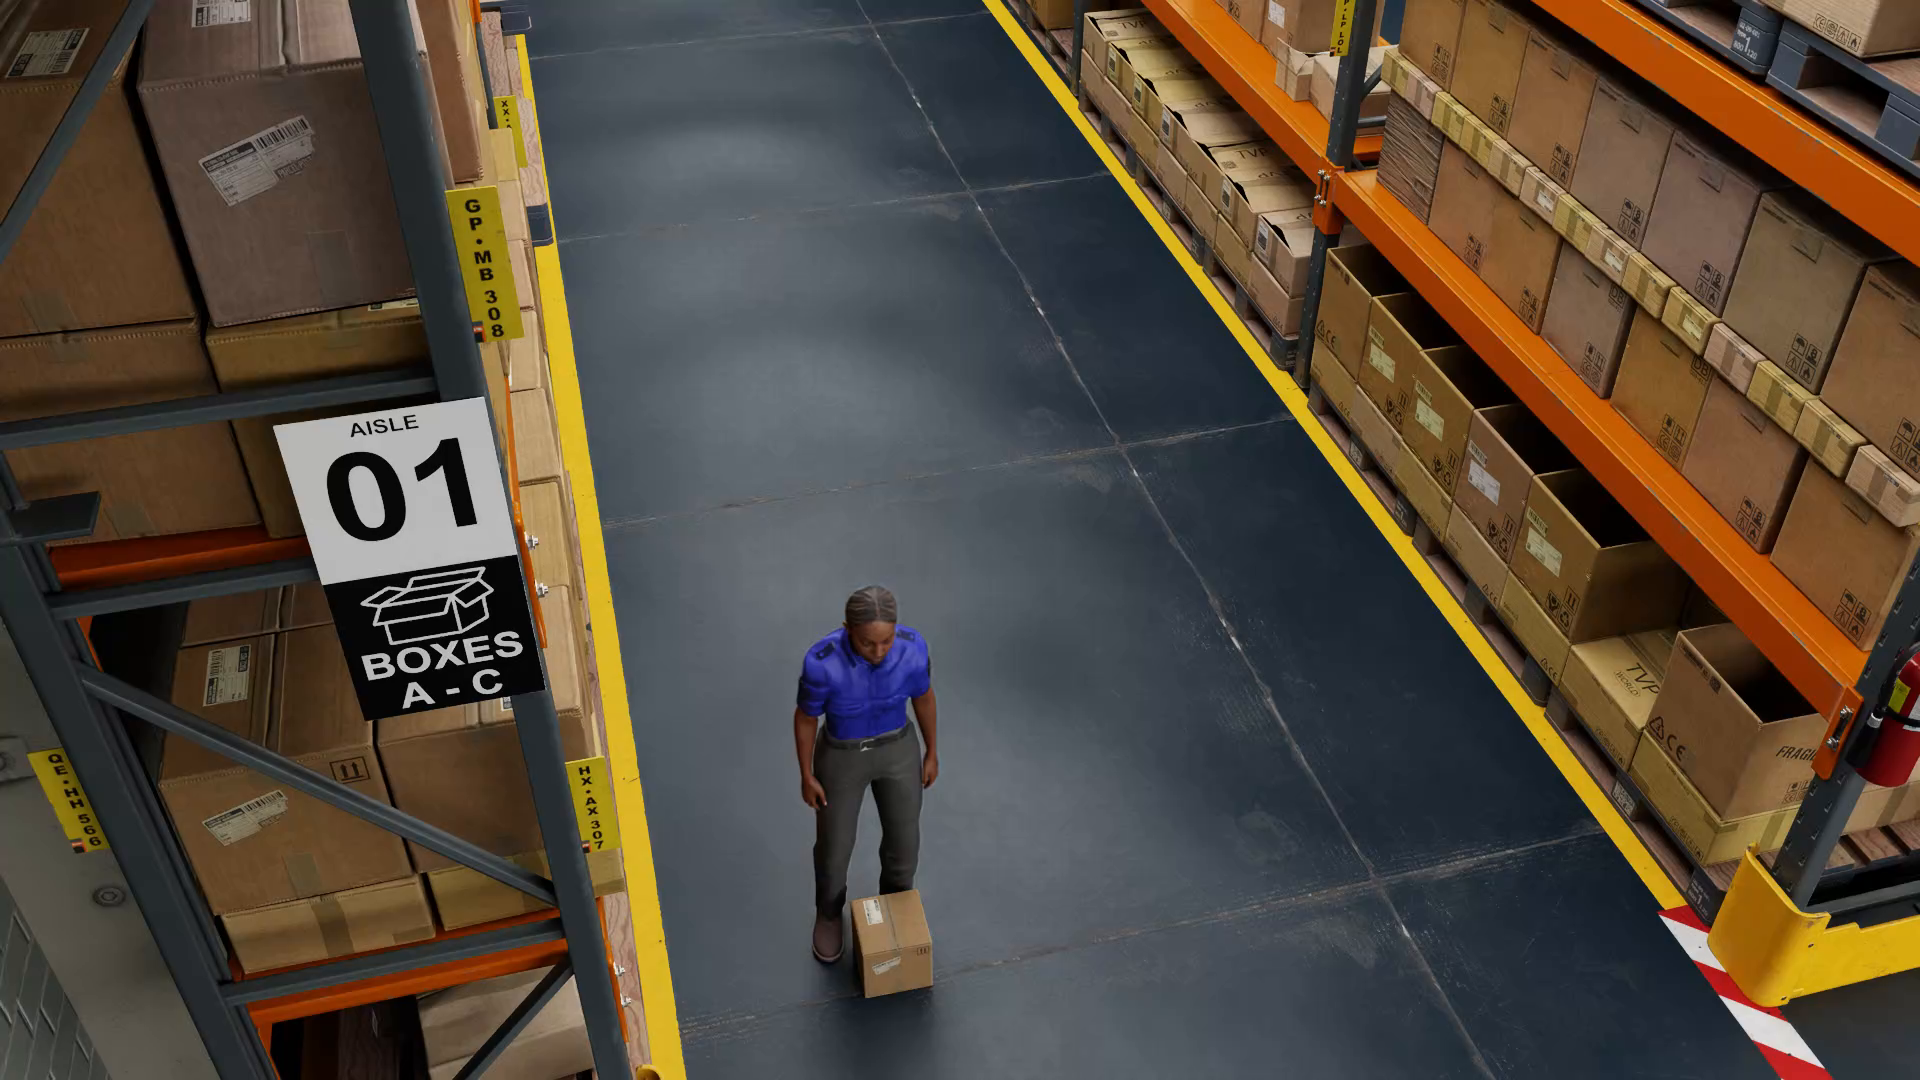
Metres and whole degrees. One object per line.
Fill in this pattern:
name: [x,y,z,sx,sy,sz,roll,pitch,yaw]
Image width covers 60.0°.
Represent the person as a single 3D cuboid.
person: [-0.315,0.784,5.728,0.512,1.654,0.392,-10,39,-12]
